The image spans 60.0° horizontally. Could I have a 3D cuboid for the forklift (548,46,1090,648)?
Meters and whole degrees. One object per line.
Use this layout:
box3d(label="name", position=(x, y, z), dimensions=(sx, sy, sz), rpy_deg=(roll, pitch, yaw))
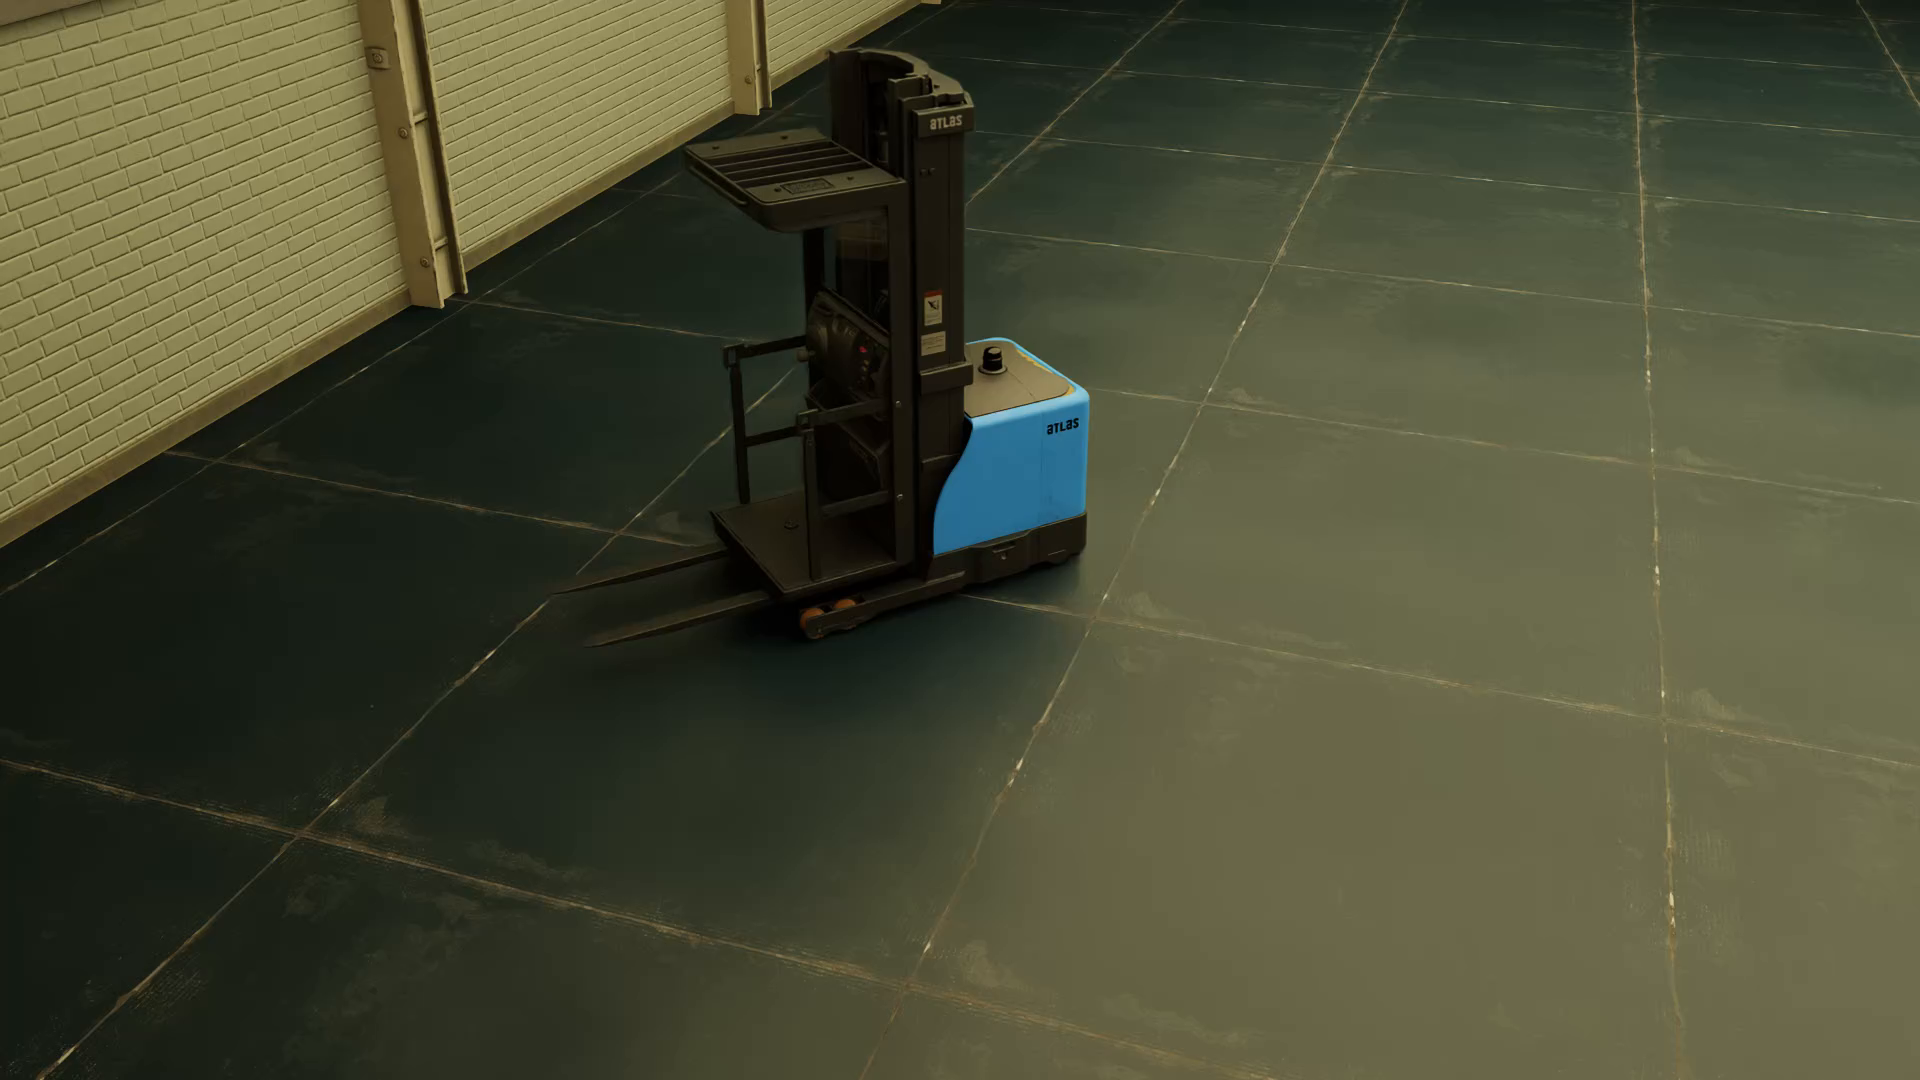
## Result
box3d(label="forklift", position=(-0.790, -1.029, 8.942), dimensions=(3.031, 2.935, 1.130), rpy_deg=(-15, 33, -25))
